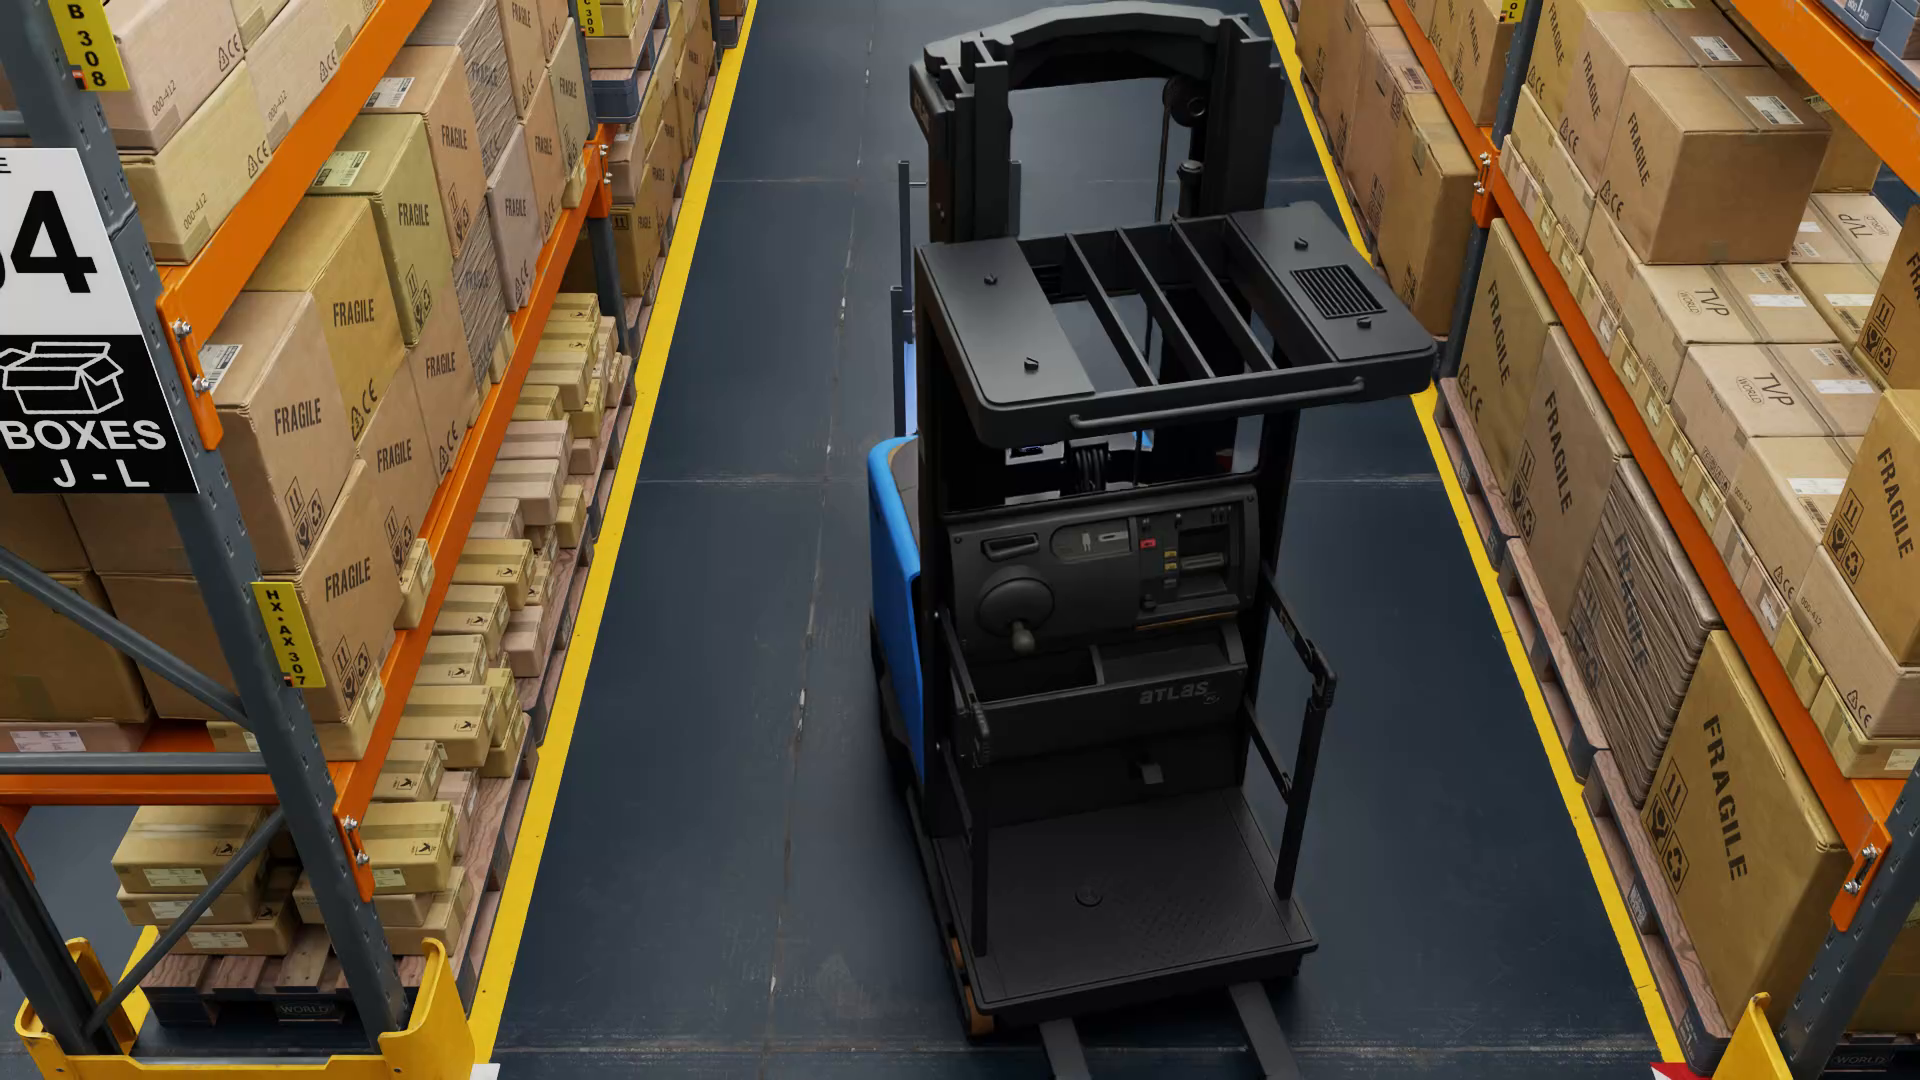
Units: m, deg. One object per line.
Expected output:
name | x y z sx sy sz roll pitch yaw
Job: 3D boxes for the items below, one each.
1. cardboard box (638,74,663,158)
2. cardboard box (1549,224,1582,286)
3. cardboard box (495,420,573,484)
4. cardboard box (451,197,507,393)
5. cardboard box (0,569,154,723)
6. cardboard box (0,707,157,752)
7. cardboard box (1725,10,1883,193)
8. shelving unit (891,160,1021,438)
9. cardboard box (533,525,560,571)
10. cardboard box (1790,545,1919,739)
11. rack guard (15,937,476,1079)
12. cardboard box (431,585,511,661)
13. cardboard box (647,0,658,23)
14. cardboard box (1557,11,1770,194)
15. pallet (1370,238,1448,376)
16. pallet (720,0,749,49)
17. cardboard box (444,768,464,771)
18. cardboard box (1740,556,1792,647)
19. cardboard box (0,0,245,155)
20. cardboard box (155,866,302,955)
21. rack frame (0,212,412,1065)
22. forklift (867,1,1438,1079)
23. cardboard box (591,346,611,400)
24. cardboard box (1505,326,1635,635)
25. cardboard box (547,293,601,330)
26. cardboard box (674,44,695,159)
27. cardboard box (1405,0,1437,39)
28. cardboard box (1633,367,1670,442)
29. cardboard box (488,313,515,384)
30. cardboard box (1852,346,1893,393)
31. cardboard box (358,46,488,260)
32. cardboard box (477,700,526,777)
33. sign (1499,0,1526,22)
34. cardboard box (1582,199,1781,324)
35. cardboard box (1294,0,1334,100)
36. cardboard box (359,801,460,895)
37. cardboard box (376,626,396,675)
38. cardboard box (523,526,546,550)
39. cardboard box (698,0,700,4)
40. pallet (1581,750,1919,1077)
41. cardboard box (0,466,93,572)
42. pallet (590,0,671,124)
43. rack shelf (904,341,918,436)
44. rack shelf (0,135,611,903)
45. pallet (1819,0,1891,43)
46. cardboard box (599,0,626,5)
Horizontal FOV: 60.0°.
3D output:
cardboard box | -1.854 -2.215 8.679 0.500 0.250 0.500 1 39 1
cardboard box | 2.516 -1.102 6.428 0.380 0.149 0.250 -1 39 -1
cardboard box | -1.792 -0.353 6.760 0.380 0.149 0.250 -2 39 -2
cardboard box | -1.855 -0.833 5.573 0.500 0.500 0.500 -1 39 -1
cardboard box | -2.368 0.127 4.375 0.500 0.500 0.500 1 39 1
cardboard box | -2.393 0.457 4.482 0.380 0.149 0.250 0 39 0
cardboard box | 3.110 -1.629 6.166 0.500 0.500 0.500 0 39 0
shelving unit | 0.000 -0.639 6.848 0.538 1.500 1.048 0 39 0
cardboard box | -1.839 0.065 6.714 0.380 0.149 0.250 1 39 1
cardboard box | 2.584 0.262 4.407 0.500 0.250 0.500 -1 39 -1
rack guard | -2.110 1.491 4.990 1.175 0.500 0.348 0 39 0
cardboard box | -1.838 0.293 5.954 0.380 0.149 0.250 1 39 2
cardboard box | -1.658 -2.581 7.937 0.380 0.149 0.250 0 39 0
cardboard box | 2.583 -1.622 6.157 0.500 0.500 0.500 0 39 0
pallet | 2.769 -1.273 8.670 1.003 0.211 1.213 0 39 0
pallet | -2.045 -3.845 11.879 1.003 0.211 1.213 0 39 0
cardboard box | -1.887 0.743 5.630 0.380 0.149 0.250 0 39 1
cardboard box | 2.519 0.177 4.831 0.380 0.149 0.250 0 39 0
cardboard box | -1.851 -1.025 3.452 0.500 0.250 0.500 1 39 1
cardboard box | -2.319 1.182 5.320 0.380 0.149 0.250 1 39 1
rack frame | -2.110 0.563 4.149 1.000 3.000 0.127 0 39 0
forklift | 0.479 0.165 4.700 1.130 2.935 3.031 -8 39 -10
cardboard box | -1.784 -0.740 7.481 0.380 0.149 0.250 -2 39 -2
cardboard box | 2.767 -0.238 6.512 0.875 0.875 0.875 0 39 0
cardboard box | -1.854 -1.000 7.567 0.380 0.149 0.250 1 39 1
cardboard box | -1.843 -2.562 9.711 0.500 0.500 0.500 -2 39 -2
cardboard box | 2.571 -2.847 8.324 0.500 0.500 0.500 0 39 -1
cardboard box | 2.519 -0.458 5.624 0.380 0.149 0.250 1 39 1
cardboard box | -1.807 -0.685 5.907 0.380 0.149 0.250 1 39 1
cardboard box | 3.115 -0.375 5.201 0.500 0.250 0.500 -1 39 -2
cardboard box | -1.834 -1.223 5.260 0.500 0.500 0.500 -1 39 -1
cardboard box | -1.771 0.704 5.916 0.380 0.149 0.250 0 39 1
sign | 2.303 -2.294 6.851 0.100 0.325 0.005 0 39 0
cardboard box | 2.586 -1.008 5.991 0.500 0.250 0.500 1 39 1
cardboard box | 2.821 -3.284 10.312 1.225 0.875 0.875 -2 39 -2
cardboard box | -1.771 0.951 5.133 0.380 0.149 0.250 -2 39 -2
cardboard box | -1.824 0.299 4.680 0.380 0.149 0.250 1 39 2
cardboard box | -1.864 -0.089 6.668 0.380 0.149 0.250 -2 39 -2
cardboard box | -1.856 -3.494 10.274 0.500 0.250 0.500 -1 39 -1
pallet | 2.771 1.210 5.571 1.003 0.211 1.213 0 39 0
cardboard box | -2.359 -0.269 4.069 0.500 0.500 0.500 -1 39 -1
pallet | -1.970 -2.342 7.927 1.003 0.211 1.213 0 39 0
rack shelf | 0.000 -0.498 6.960 0.538 0.185 1.000 0 39 0
rack shelf | -2.112 -0.407 5.935 1.077 0.370 4.000 0 39 0
pallet | 2.834 -1.742 4.698 1.003 0.211 1.213 0 39 0
cardboard box | -1.655 -2.483 7.340 0.380 0.149 0.250 2 39 2
